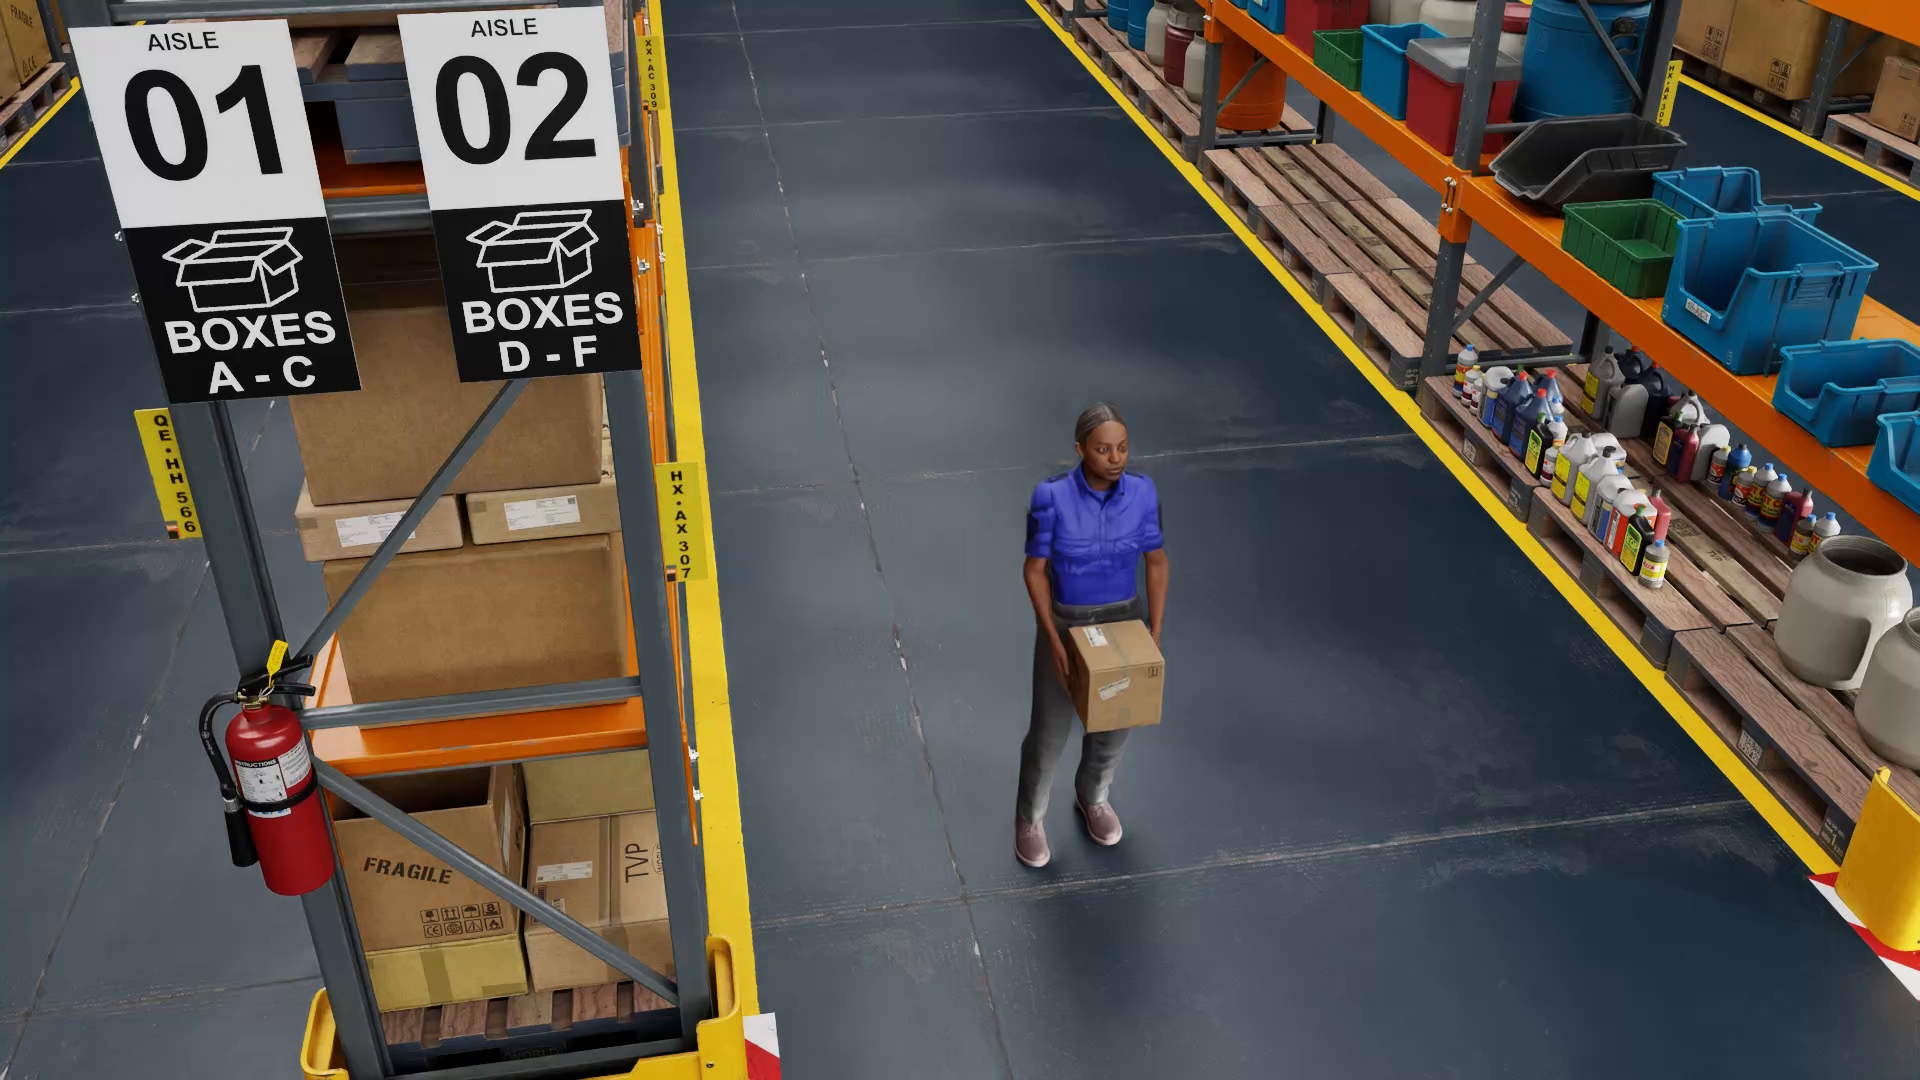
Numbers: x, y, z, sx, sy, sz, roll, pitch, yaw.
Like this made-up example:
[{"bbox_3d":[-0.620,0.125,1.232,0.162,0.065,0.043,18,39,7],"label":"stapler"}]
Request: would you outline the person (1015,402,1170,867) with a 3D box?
[{"bbox_3d":[0.444,0.337,5.580,0.535,1.655,0.414,-6,31,-9],"label":"person"}]
